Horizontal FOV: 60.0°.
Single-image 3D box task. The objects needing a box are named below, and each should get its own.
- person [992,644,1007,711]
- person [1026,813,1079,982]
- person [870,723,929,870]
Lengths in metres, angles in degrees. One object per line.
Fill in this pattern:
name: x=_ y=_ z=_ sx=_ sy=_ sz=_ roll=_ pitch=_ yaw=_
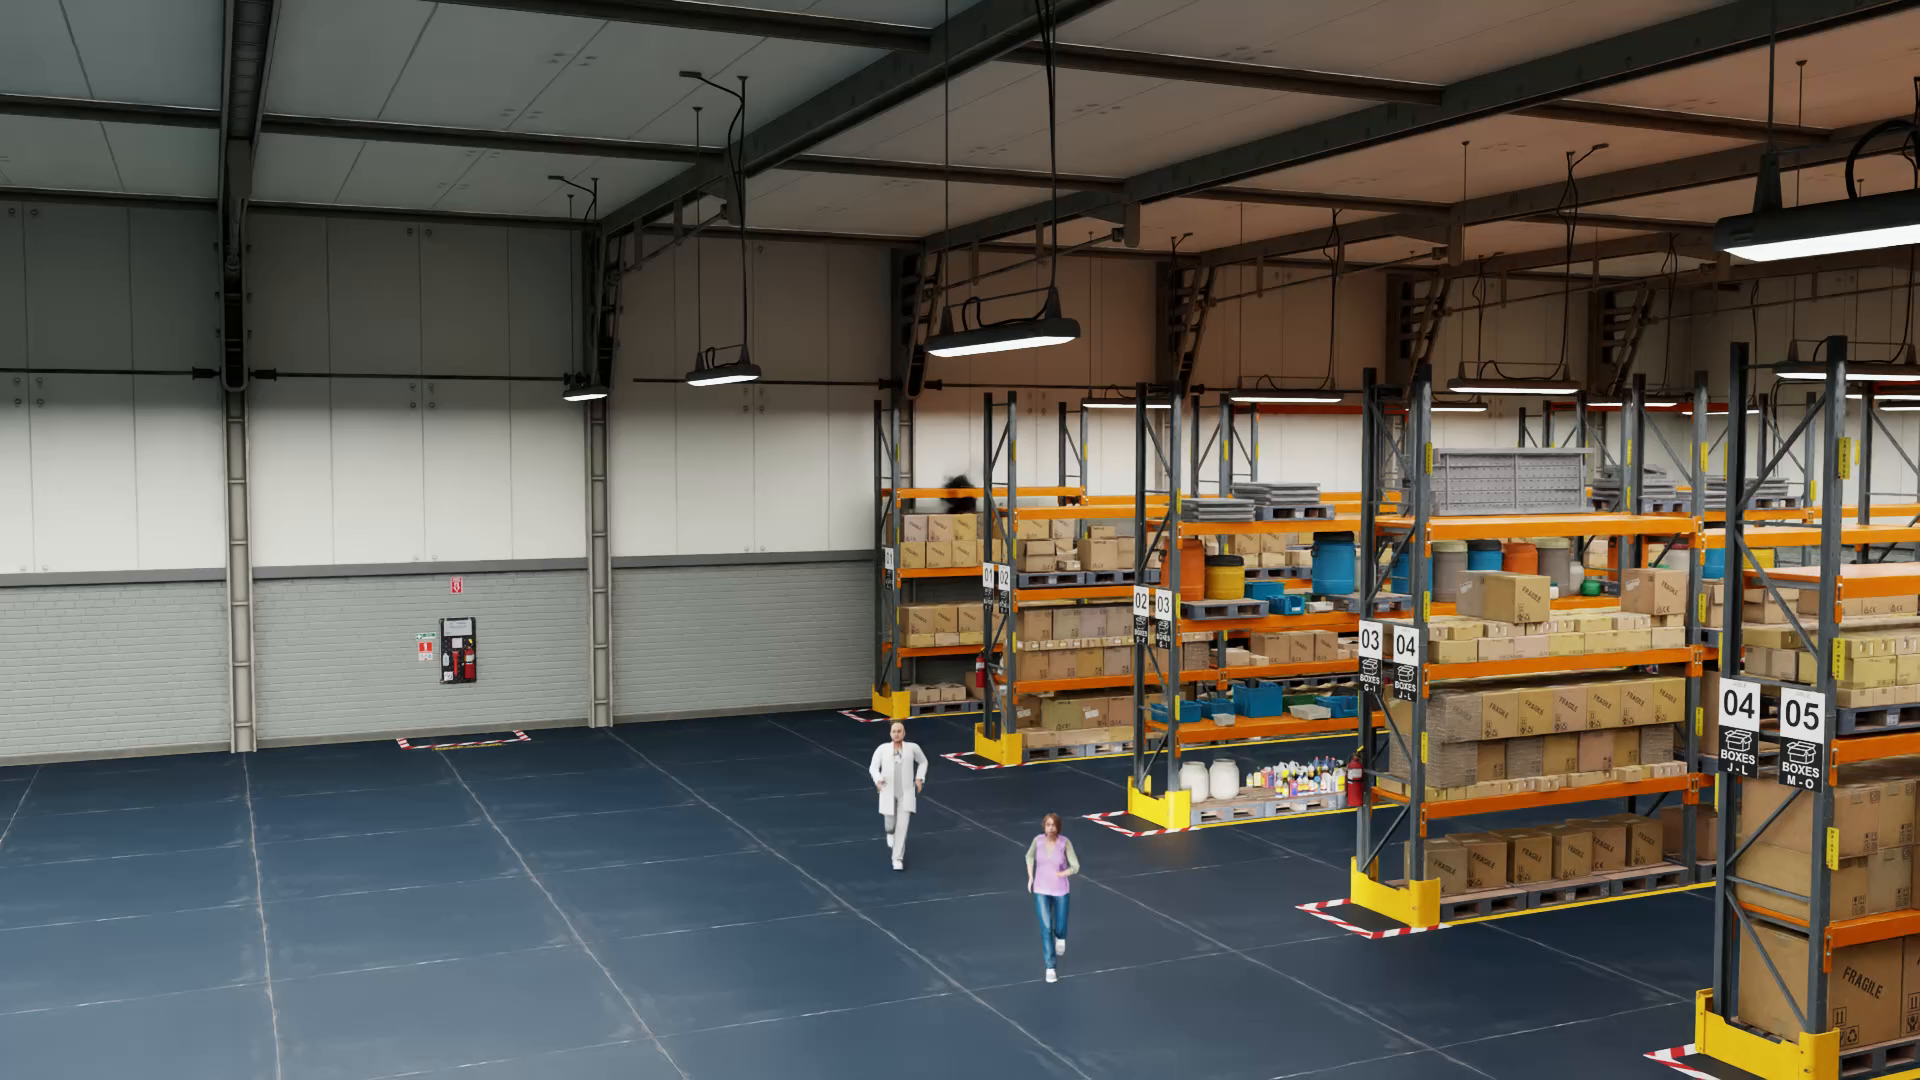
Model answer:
person: x=0.824 y=2.603 z=28.999 sx=0.626 sy=1.750 sz=0.680 roll=-2 pitch=4 yaw=-35
person: x=0.897 y=3.419 z=16.185 sx=0.538 sy=1.576 sz=0.792 roll=0 pitch=3 yaw=7
person: x=-0.748 y=3.113 z=20.421 sx=0.725 sy=1.742 sz=0.920 roll=0 pitch=3 yaw=-1
